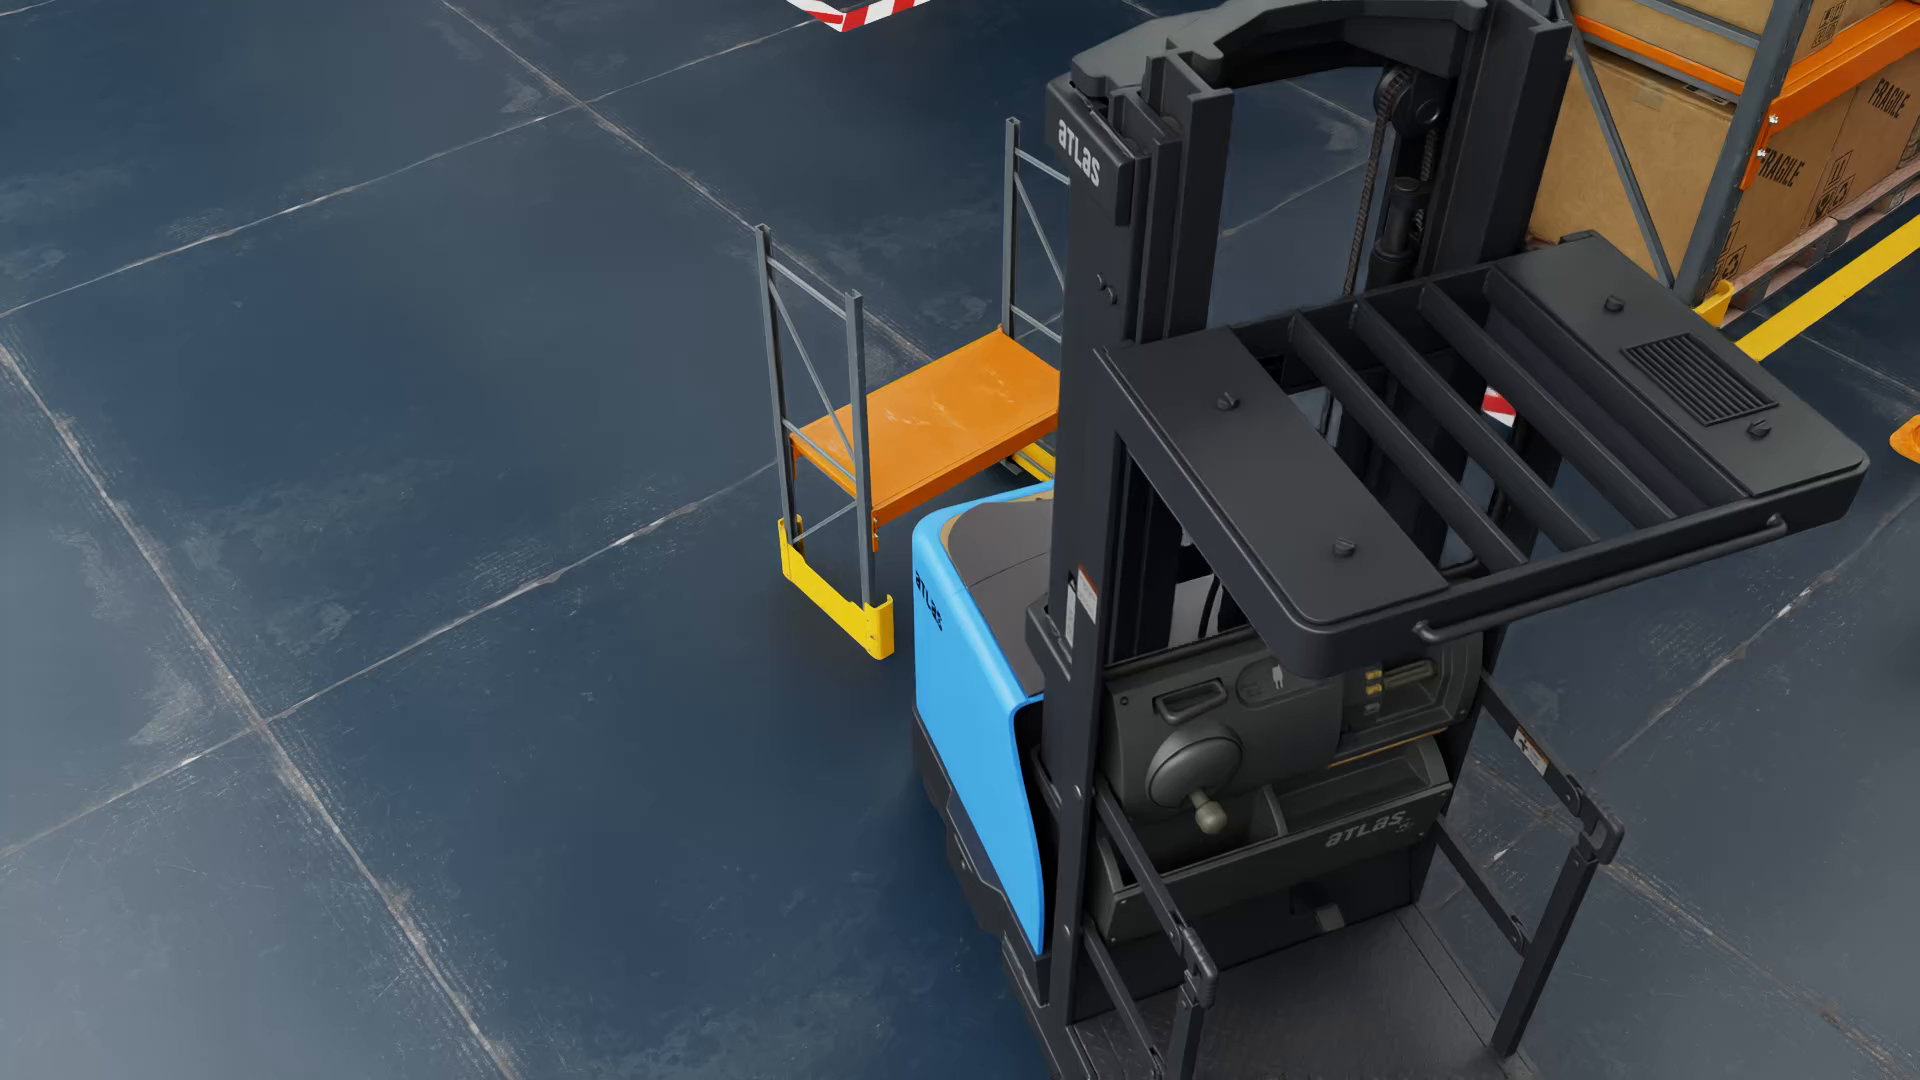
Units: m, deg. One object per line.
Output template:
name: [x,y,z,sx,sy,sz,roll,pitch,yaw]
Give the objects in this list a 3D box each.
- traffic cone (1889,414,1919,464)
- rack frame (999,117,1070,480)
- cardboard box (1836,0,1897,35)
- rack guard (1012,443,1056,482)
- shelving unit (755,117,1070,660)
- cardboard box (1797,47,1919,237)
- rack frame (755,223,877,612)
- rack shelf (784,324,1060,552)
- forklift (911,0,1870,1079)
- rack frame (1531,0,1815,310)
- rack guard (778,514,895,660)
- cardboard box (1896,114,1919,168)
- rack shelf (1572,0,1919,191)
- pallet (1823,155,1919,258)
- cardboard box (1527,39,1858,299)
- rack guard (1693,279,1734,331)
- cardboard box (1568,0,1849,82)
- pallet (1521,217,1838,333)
traffic cone: [3.923,-0.536,6.483,0.334,0.463,0.336,-30,51,-28]
rack frame: [0.324,-0.733,5.934,0.032,1.500,0.500,-30,51,-28]
cardboard box: [3.268,-2.468,6.577,0.550,0.550,0.875,-30,51,-28]
rack guard: [0.324,-0.276,6.362,0.087,0.250,0.587,-30,51,-28]
shelving unit: [-0.058,-0.513,5.701,1.083,1.500,0.587,-30,51,-28]
cardboard box: [3.756,-2.072,7.510,0.875,0.875,0.875,-31,51,-28]
rack frame: [-0.455,-0.286,5.459,0.032,1.500,0.500,-30,51,-28]
rack shelf: [-0.065,-0.378,5.820,1.000,0.185,0.538,-30,51,-28]
forklift: [0.853,0.465,3.614,1.130,2.935,3.031,-15,45,-15]
rack frame: [2.604,-1.973,6.160,0.127,3.000,1.000,-30,51,-28]
rack guard: [-0.440,0.161,5.896,0.087,0.250,0.587,-30,51,-28]
cardboard box: [4.456,-2.471,7.935,0.875,0.875,0.875,-29,51,-28]
rack shelf: [4.138,-2.589,7.341,4.000,0.370,1.077,-30,51,-28]
pallet: [4.103,-1.882,8.100,1.213,0.211,1.003,-30,51,-28]
cardboard box: [3.082,-1.684,7.098,0.875,0.875,0.875,-29,51,-28]
rack guard: [2.586,-1.051,7.004,0.348,0.500,1.175,-30,51,-28]
cardboard box: [2.860,-2.215,6.307,0.550,0.550,0.875,-30,51,-28]
pallet: [3.168,-1.349,7.532,1.213,0.211,1.003,-30,51,-28]
